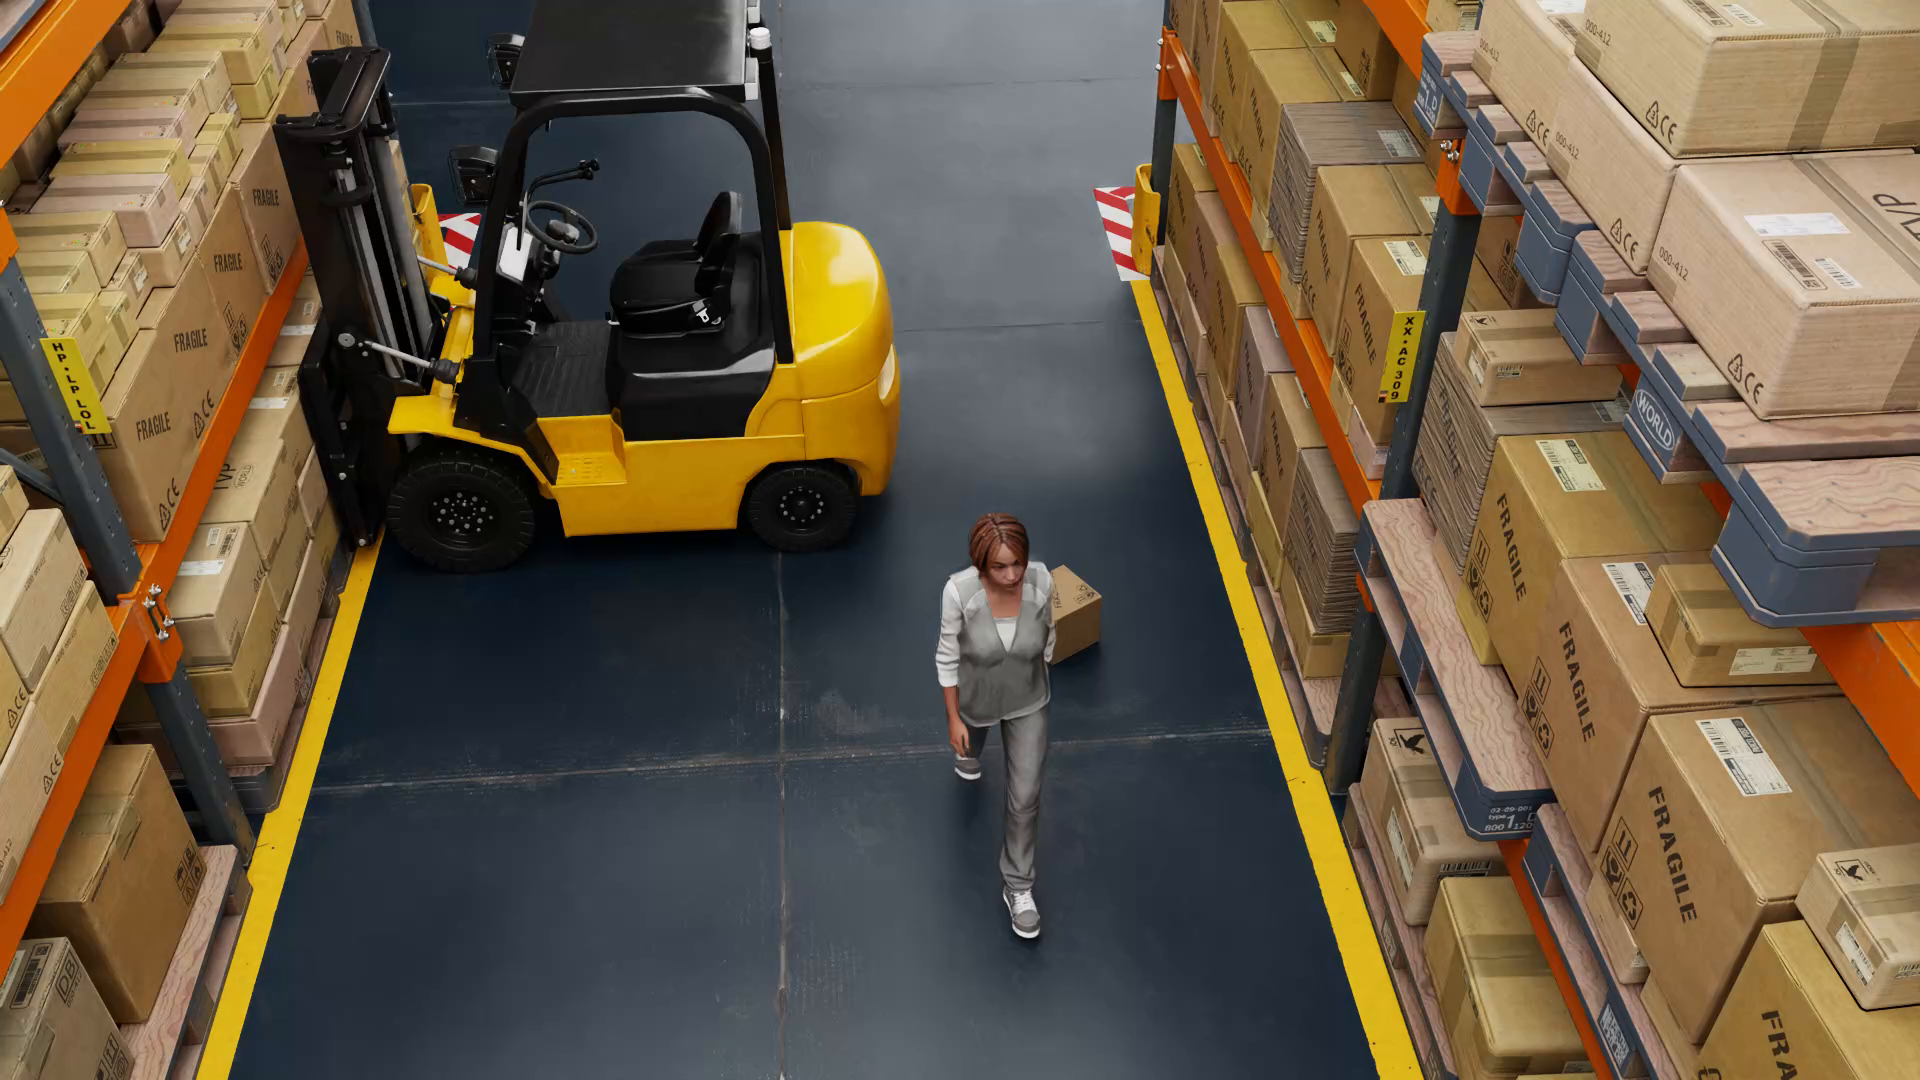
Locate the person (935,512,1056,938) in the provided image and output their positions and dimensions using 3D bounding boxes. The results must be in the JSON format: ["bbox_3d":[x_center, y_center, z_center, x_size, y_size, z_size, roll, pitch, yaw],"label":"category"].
[{"bbox_3d":[0.118,0.505,5.566,0.409,1.531,0.956,-4,40,-4],"label":"person"}]
